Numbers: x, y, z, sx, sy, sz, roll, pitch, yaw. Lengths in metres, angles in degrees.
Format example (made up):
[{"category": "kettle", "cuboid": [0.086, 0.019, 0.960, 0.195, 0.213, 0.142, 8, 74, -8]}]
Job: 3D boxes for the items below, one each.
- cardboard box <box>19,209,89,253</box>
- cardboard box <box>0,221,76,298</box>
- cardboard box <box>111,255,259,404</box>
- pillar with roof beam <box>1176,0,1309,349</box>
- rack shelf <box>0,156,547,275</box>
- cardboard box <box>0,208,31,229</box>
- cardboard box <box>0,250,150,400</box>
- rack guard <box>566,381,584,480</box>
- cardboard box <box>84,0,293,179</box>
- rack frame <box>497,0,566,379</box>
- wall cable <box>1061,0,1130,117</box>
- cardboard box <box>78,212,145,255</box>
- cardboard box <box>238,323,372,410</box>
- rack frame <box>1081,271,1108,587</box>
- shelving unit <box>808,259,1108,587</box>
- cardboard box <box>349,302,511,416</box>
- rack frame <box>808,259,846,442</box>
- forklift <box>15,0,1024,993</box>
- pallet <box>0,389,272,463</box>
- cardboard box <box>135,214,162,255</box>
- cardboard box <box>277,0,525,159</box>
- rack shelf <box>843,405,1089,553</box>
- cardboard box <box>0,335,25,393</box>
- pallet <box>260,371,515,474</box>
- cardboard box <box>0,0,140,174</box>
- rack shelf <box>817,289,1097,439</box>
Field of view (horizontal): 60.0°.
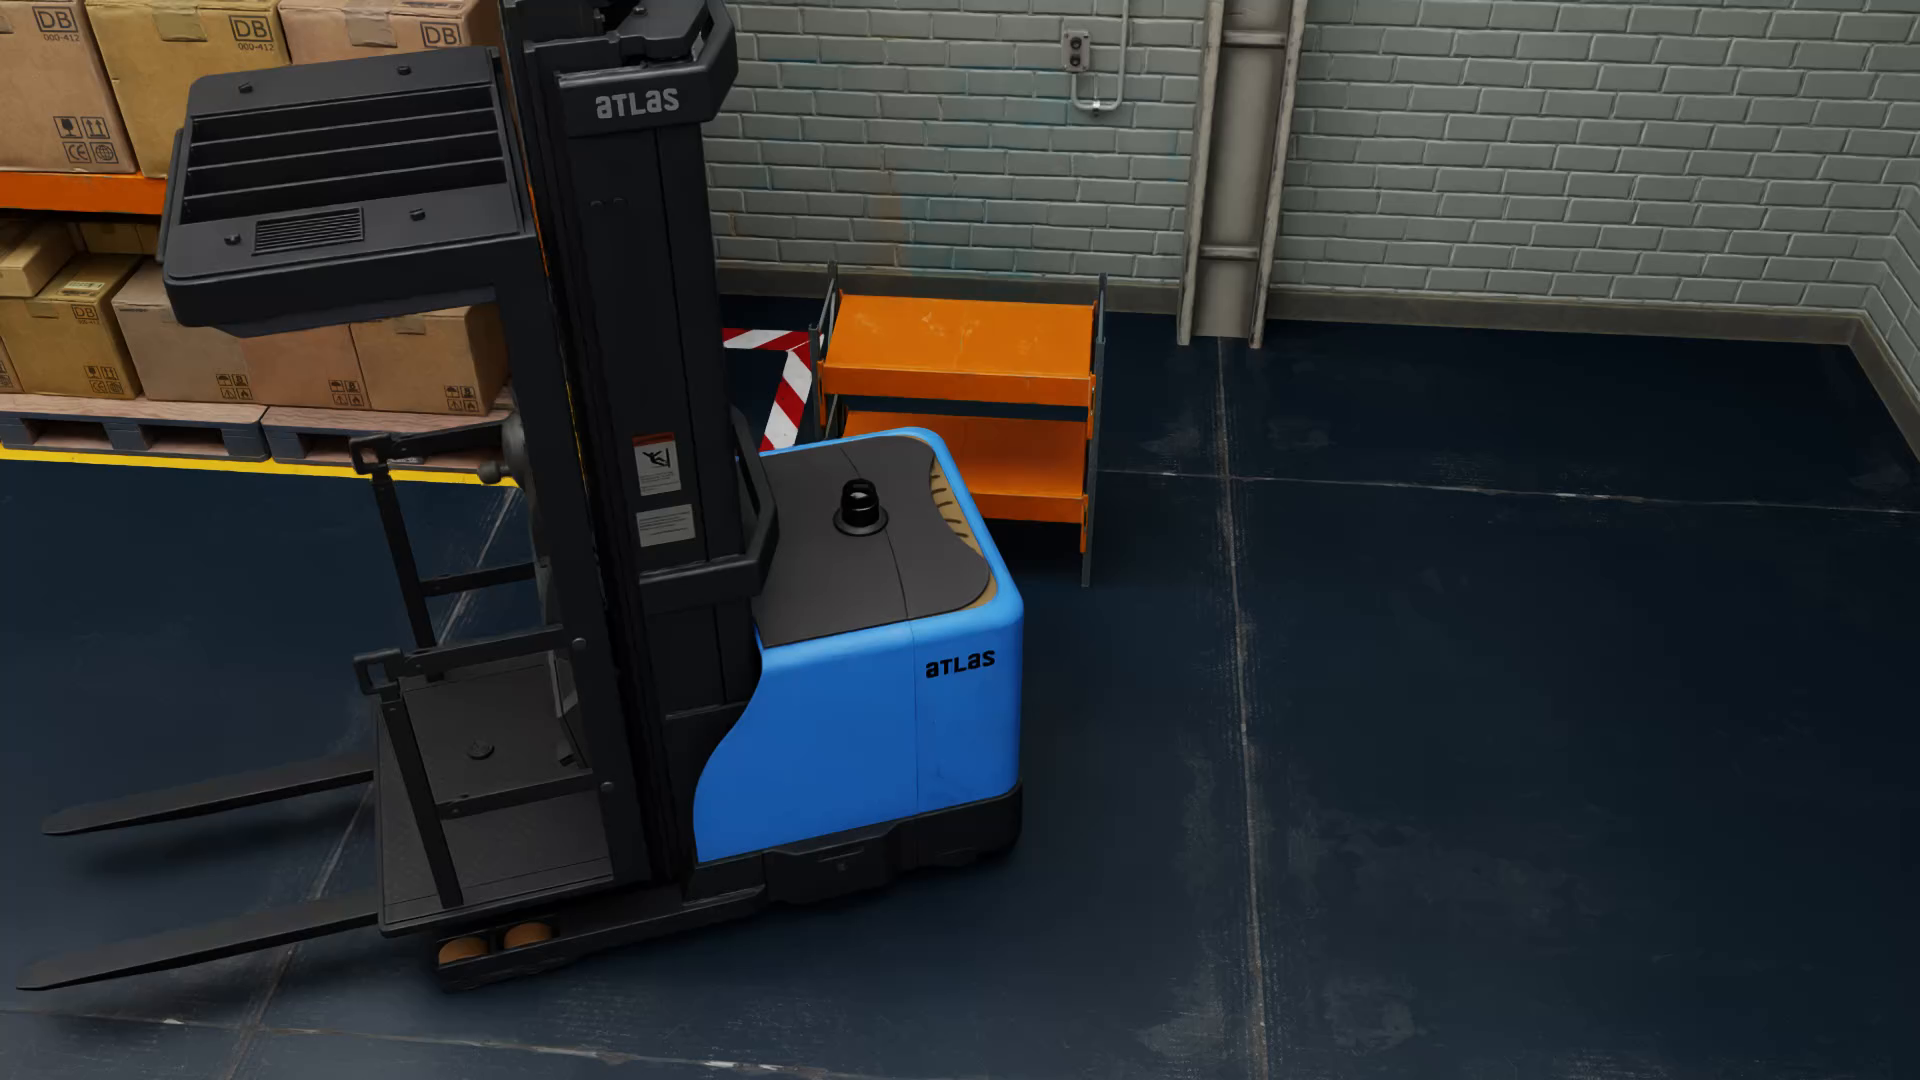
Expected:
[{"category": "cardboard box", "cuboid": [-3.859, -1.414, 7.245, 0.250, 0.149, 0.380, 4, 39, 4]}, {"category": "cardboard box", "cuboid": [-3.925, -1.175, 6.951, 0.250, 0.149, 0.380, 2, 39, 3]}, {"category": "cardboard box", "cuboid": [-3.228, -1.002, 7.253, 0.500, 0.500, 0.700, 2, 39, 2]}, {"category": "pillar with roof beam", "cuboid": [0.871, -1.796, 1.828, 0.400, 9.000, 9.100, 3, 39, 4]}, {"category": "rack shelf", "cuboid": [-3.515, -1.609, 6.921, 4.000, 0.370, 1.077, 3, 39, 4]}, {"category": "cardboard box", "cuboid": [-4.111, -1.428, 7.262, 0.250, 0.149, 0.380, 2, 39, 2]}, {"category": "cardboard box", "cuboid": [-3.760, -1.027, 7.283, 0.500, 0.500, 0.700, 4, 39, 5]}, {"category": "rack guard", "cuboid": [-1.498, -0.809, 7.347, 0.348, 0.500, 1.175, 3, 39, 4]}, {"category": "cardboard box", "cuboid": [-2.757, -1.950, 6.532, 0.700, 0.700, 0.980, 3, 39, 3]}, {"category": "rack frame", "cuboid": [-1.522, -1.779, 6.560, 0.127, 3.000, 1.000, 3, 39, 4]}, {"category": "wall cable", "cuboid": [-0.165, -2.699, 6.885, 1.851, 1.984, 0.084, 3, 39, 4]}, {"category": "cardboard box", "cuboid": [-3.602, -1.401, 7.228, 0.250, 0.149, 0.380, 2, 39, 3]}, {"category": "cardboard box", "cuboid": [-2.727, -0.975, 7.220, 0.500, 0.500, 0.700, 3, 39, 4]}, {"category": "rack frame", "cuboid": [0.513, -0.408, 6.360, 0.032, 1.125, 0.500, 3, 39, 4]}, {"category": "shelving unit", "cuboid": [0.007, -0.436, 6.394, 1.048, 1.125, 0.538, 3, 39, 4]}, {"category": "cardboard box", "cuboid": [-2.228, -0.948, 7.186, 0.500, 0.500, 0.700, 3, 39, 4]}, {"category": "rack frame", "cuboid": [-0.500, -0.464, 6.428, 0.032, 1.125, 0.500, 3, 39, 4]}, {"category": "forklift", "cuboid": [-1.374, -0.141, 4.602, 3.031, 2.935, 1.130, -11, 40, -13]}, {"category": "pallet", "cuboid": [-3.537, -0.760, 7.517, 1.213, 0.211, 1.003, 3, 39, 4]}, {"category": "cardboard box", "cuboid": [-3.349, -1.387, 7.211, 0.250, 0.149, 0.380, 4, 39, 4]}, {"category": "cardboard box", "cuboid": [-2.031, -1.917, 6.492, 0.700, 0.700, 0.980, 5, 39, 6]}, {"category": "rack shelf", "cuboid": [0.007, -0.246, 6.549, 1.000, 0.278, 0.538, 3, 39, 4]}, {"category": "cardboard box", "cuboid": [-4.271, -1.056, 7.319, 0.500, 0.500, 0.700, 3, 39, 3]}, {"category": "pallet", "cuboid": [-2.325, -0.692, 7.433, 1.213, 0.211, 1.003, 3, 39, 4]}, {"category": "cardboard box", "cuboid": [-3.516, -1.997, 6.590, 0.700, 0.700, 0.980, 1, 39, 2]}, {"category": "rack shelf", "cuboid": [0.007, -0.663, 6.210, 1.000, 0.278, 0.538, 3, 39, 4]}]
